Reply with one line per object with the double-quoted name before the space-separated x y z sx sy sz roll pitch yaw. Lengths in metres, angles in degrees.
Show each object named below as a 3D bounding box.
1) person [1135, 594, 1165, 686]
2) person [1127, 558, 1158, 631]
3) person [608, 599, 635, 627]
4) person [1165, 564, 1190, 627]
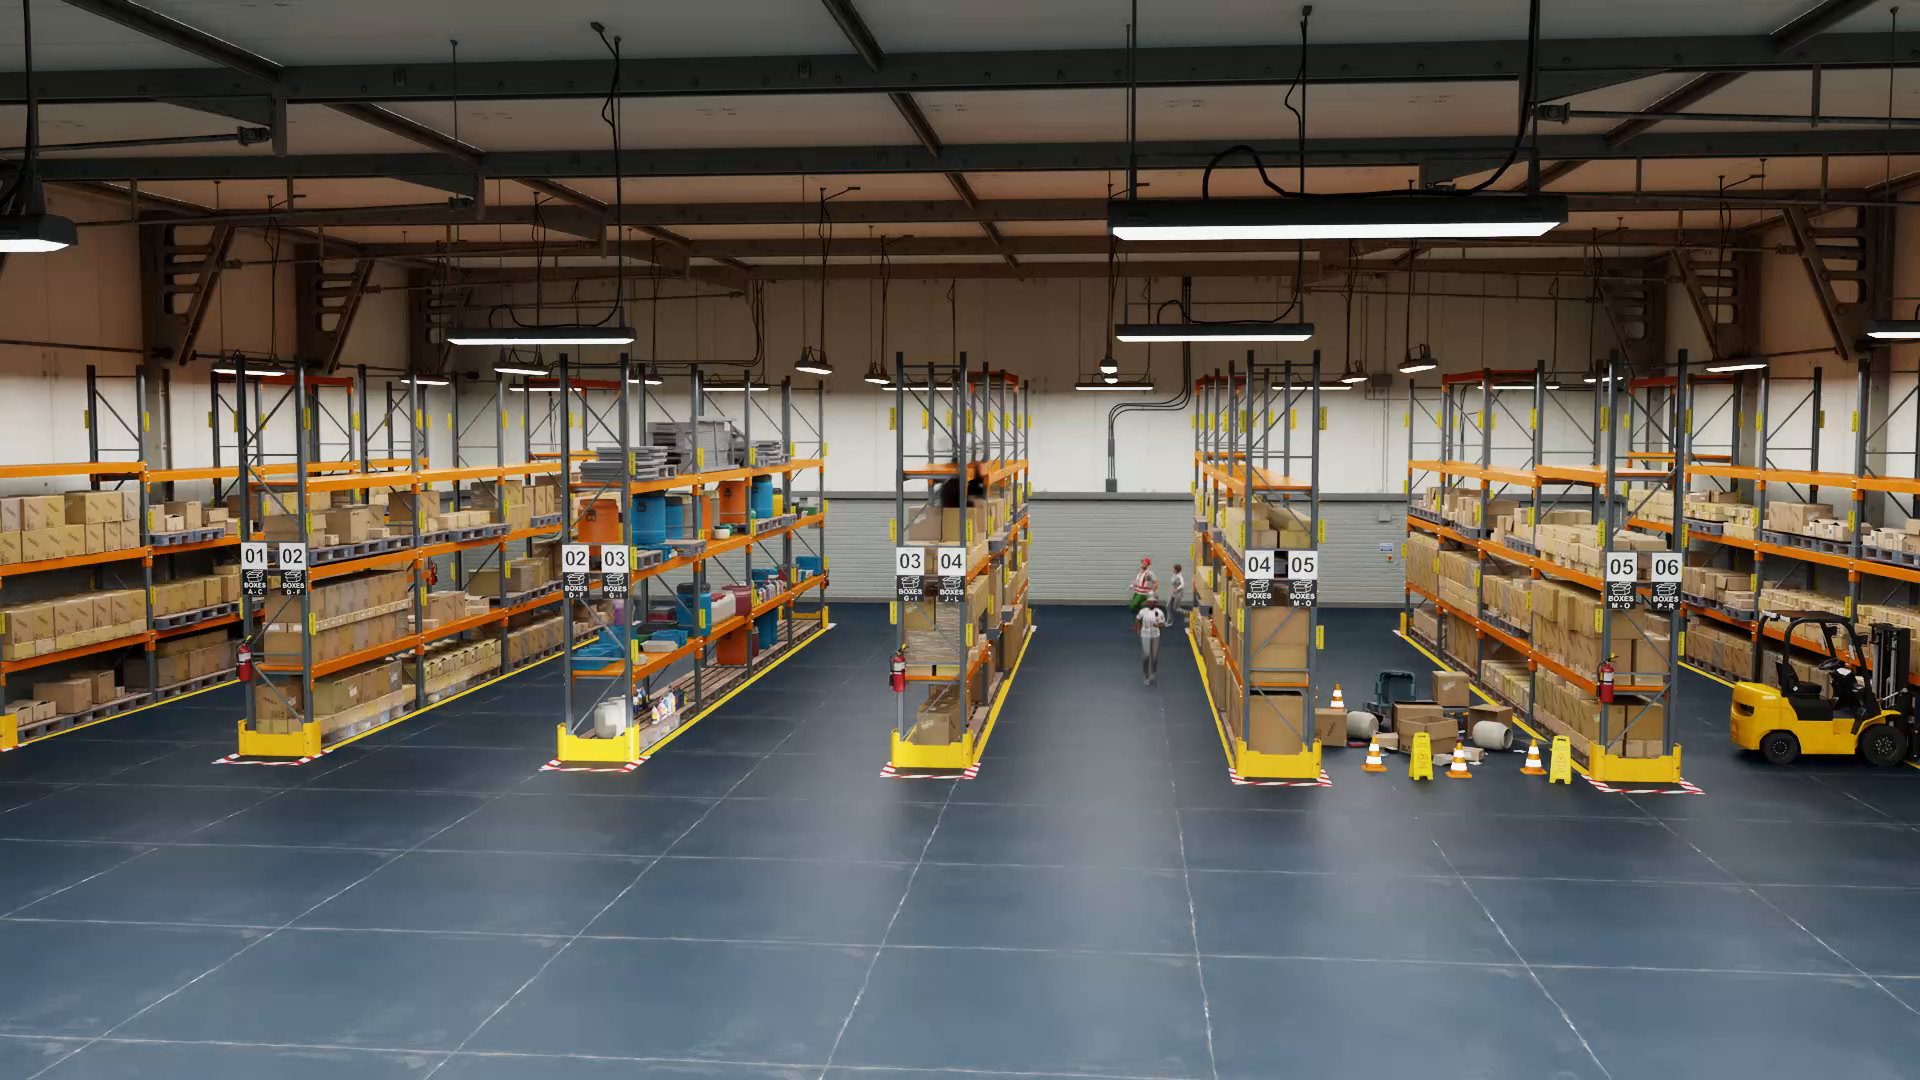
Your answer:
"person" 3.645 1.903 31.797 0.543 1.758 0.755 0 4 0
"person" 4.317 1.309 39.877 0.614 1.755 0.726 -2 5 -27
"person" -6.958 1.762 34.168 0.544 1.596 0.891 0 4 -5
"person" 5.338 1.356 40.532 0.745 1.563 0.595 -1 4 -14
